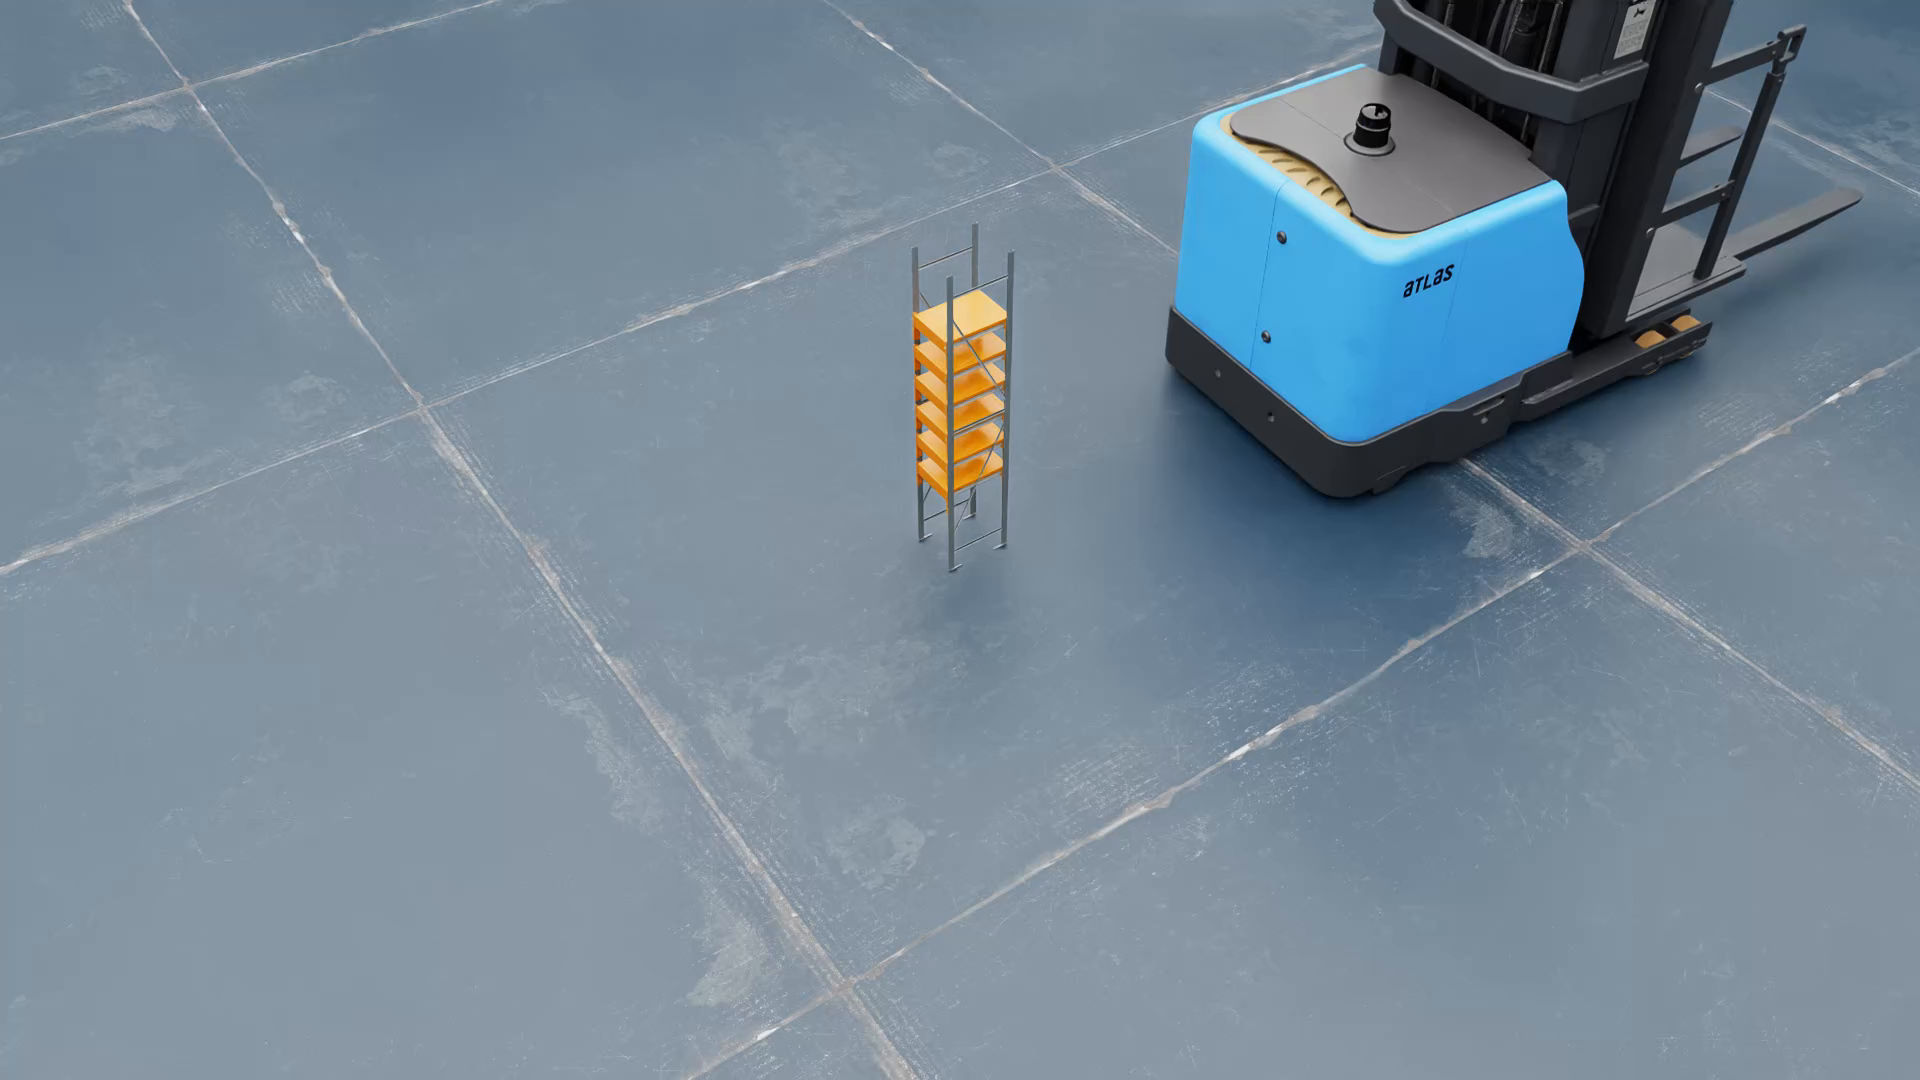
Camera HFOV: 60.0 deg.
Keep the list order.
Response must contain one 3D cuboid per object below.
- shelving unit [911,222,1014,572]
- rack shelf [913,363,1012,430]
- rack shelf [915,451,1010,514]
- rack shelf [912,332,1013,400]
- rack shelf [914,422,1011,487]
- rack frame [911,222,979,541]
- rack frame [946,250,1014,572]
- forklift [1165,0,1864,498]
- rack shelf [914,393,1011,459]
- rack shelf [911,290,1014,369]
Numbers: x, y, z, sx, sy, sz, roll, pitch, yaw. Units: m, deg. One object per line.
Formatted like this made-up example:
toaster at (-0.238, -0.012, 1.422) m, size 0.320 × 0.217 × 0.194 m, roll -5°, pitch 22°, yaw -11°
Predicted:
shelving unit at (0.008, -0.426, 5.327) m, size 0.258 × 1.200 × 0.189 m, roll -26°, pitch 49°, yaw -24°
rack shelf at (0.008, -0.480, 5.275) m, size 0.258 × 0.103 × 0.180 m, roll -26°, pitch 49°, yaw -24°
rack shelf at (0.008, -0.220, 5.524) m, size 0.258 × 0.103 × 0.180 m, roll -26°, pitch 49°, yaw -24°
rack shelf at (0.008, -0.567, 5.192) m, size 0.258 × 0.103 × 0.180 m, roll -26°, pitch 49°, yaw -24°
rack shelf at (0.008, -0.307, 5.441) m, size 0.258 × 0.103 × 0.180 m, roll -26°, pitch 49°, yaw -24°
rack frame at (-0.044, -0.478, 5.381) m, size 0.240 × 1.200 × 0.006 m, roll -26°, pitch 49°, yaw -24°
rack frame at (0.061, -0.374, 5.273) m, size 0.240 × 1.200 × 0.006 m, roll -26°, pitch 49°, yaw -24°
forklift at (2.312, -1.986, 5.708) m, size 3.031 × 2.935 × 1.130 m, roll -23°, pitch 48°, yaw -22°
rack shelf at (0.008, -0.394, 5.358) m, size 0.258 × 0.103 × 0.180 m, roll -26°, pitch 49°, yaw -24°
rack shelf at (0.008, -0.654, 5.109) m, size 0.258 × 0.103 × 0.180 m, roll -26°, pitch 49°, yaw -24°
